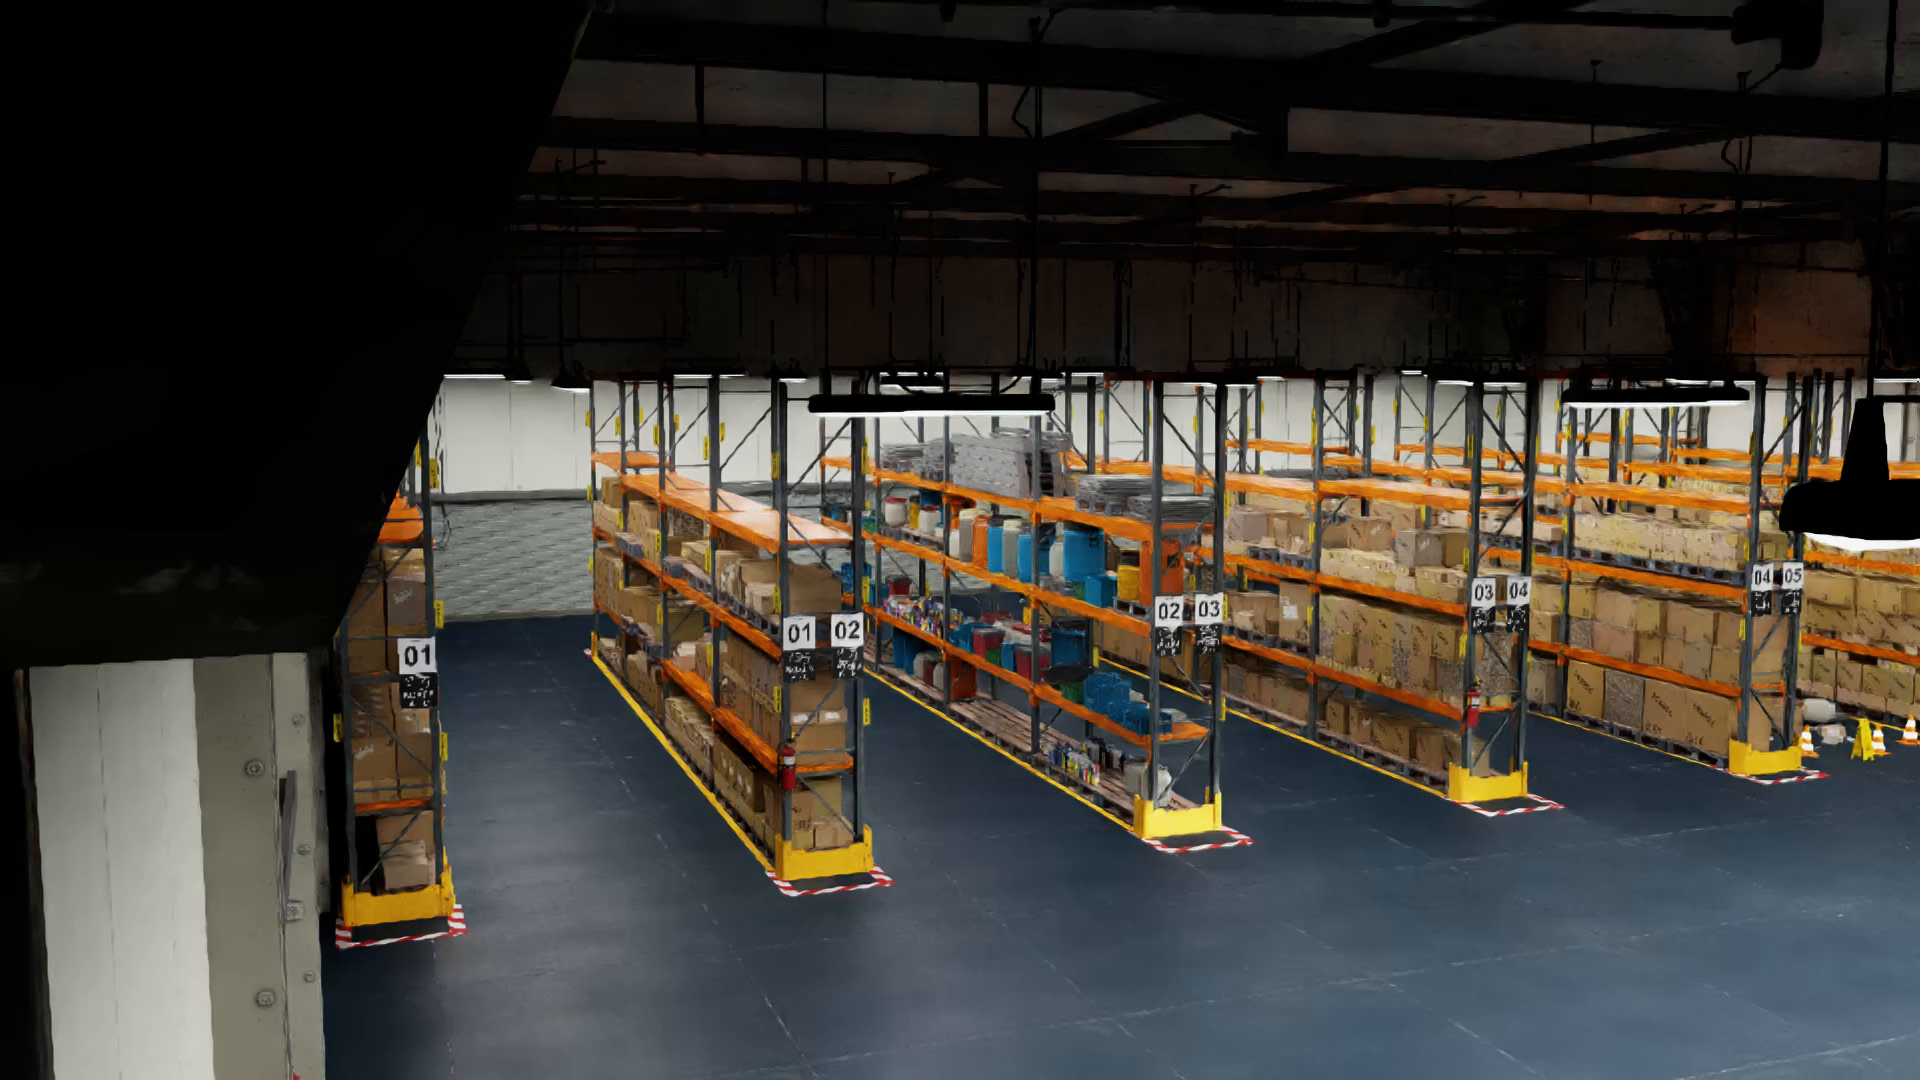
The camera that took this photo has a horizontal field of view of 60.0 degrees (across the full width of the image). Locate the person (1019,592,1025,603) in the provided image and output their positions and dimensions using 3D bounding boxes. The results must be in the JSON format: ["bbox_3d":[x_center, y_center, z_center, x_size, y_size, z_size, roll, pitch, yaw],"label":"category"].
[{"bbox_3d":[1.804,0.881,41.910,0.411,1.533,0.957,-3,7,-29],"label":"person"}]
